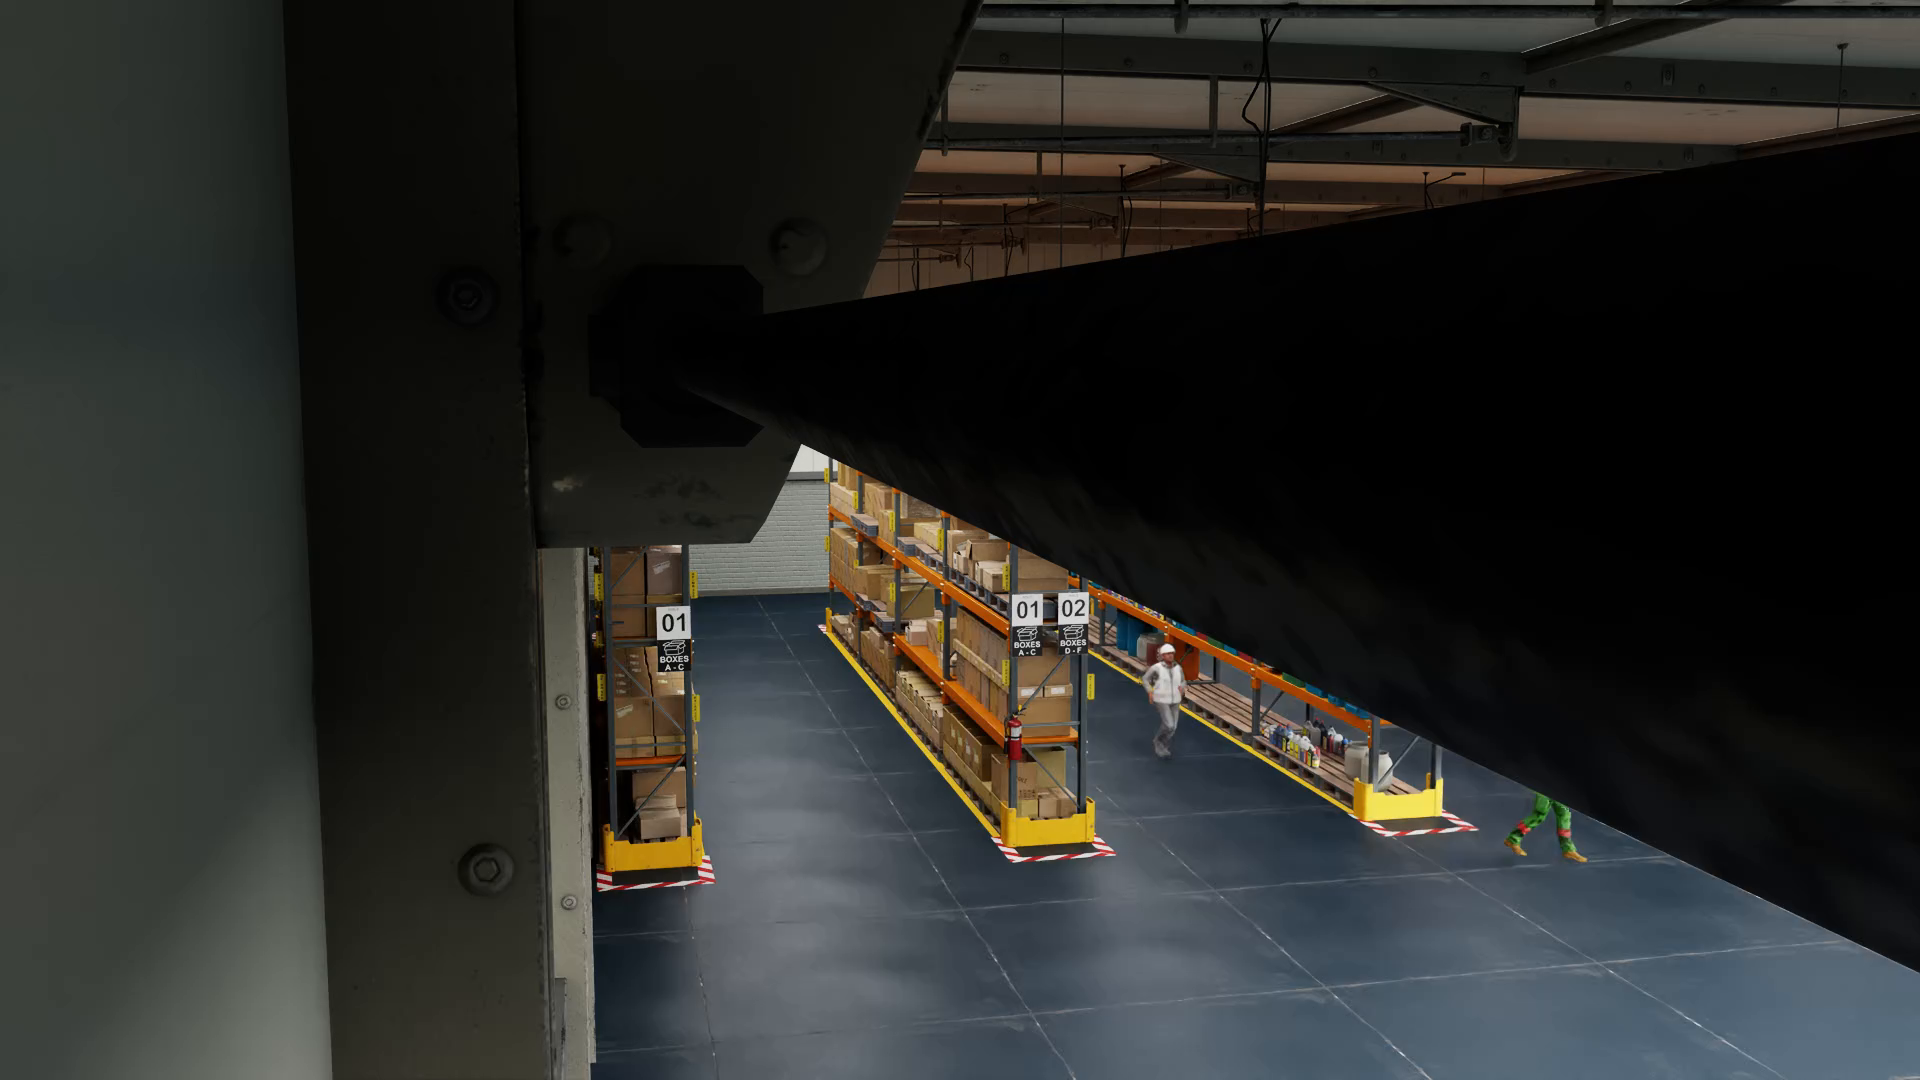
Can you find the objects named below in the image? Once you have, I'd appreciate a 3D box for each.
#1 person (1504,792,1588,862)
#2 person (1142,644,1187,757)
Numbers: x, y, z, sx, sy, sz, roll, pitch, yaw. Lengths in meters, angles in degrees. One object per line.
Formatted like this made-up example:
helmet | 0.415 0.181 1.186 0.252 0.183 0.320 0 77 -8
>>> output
person | 7.171 3.006 20.261 0.975 1.786 0.656 3 7 24
person | 3.165 2.454 25.303 0.639 1.736 0.651 -3 7 -22
